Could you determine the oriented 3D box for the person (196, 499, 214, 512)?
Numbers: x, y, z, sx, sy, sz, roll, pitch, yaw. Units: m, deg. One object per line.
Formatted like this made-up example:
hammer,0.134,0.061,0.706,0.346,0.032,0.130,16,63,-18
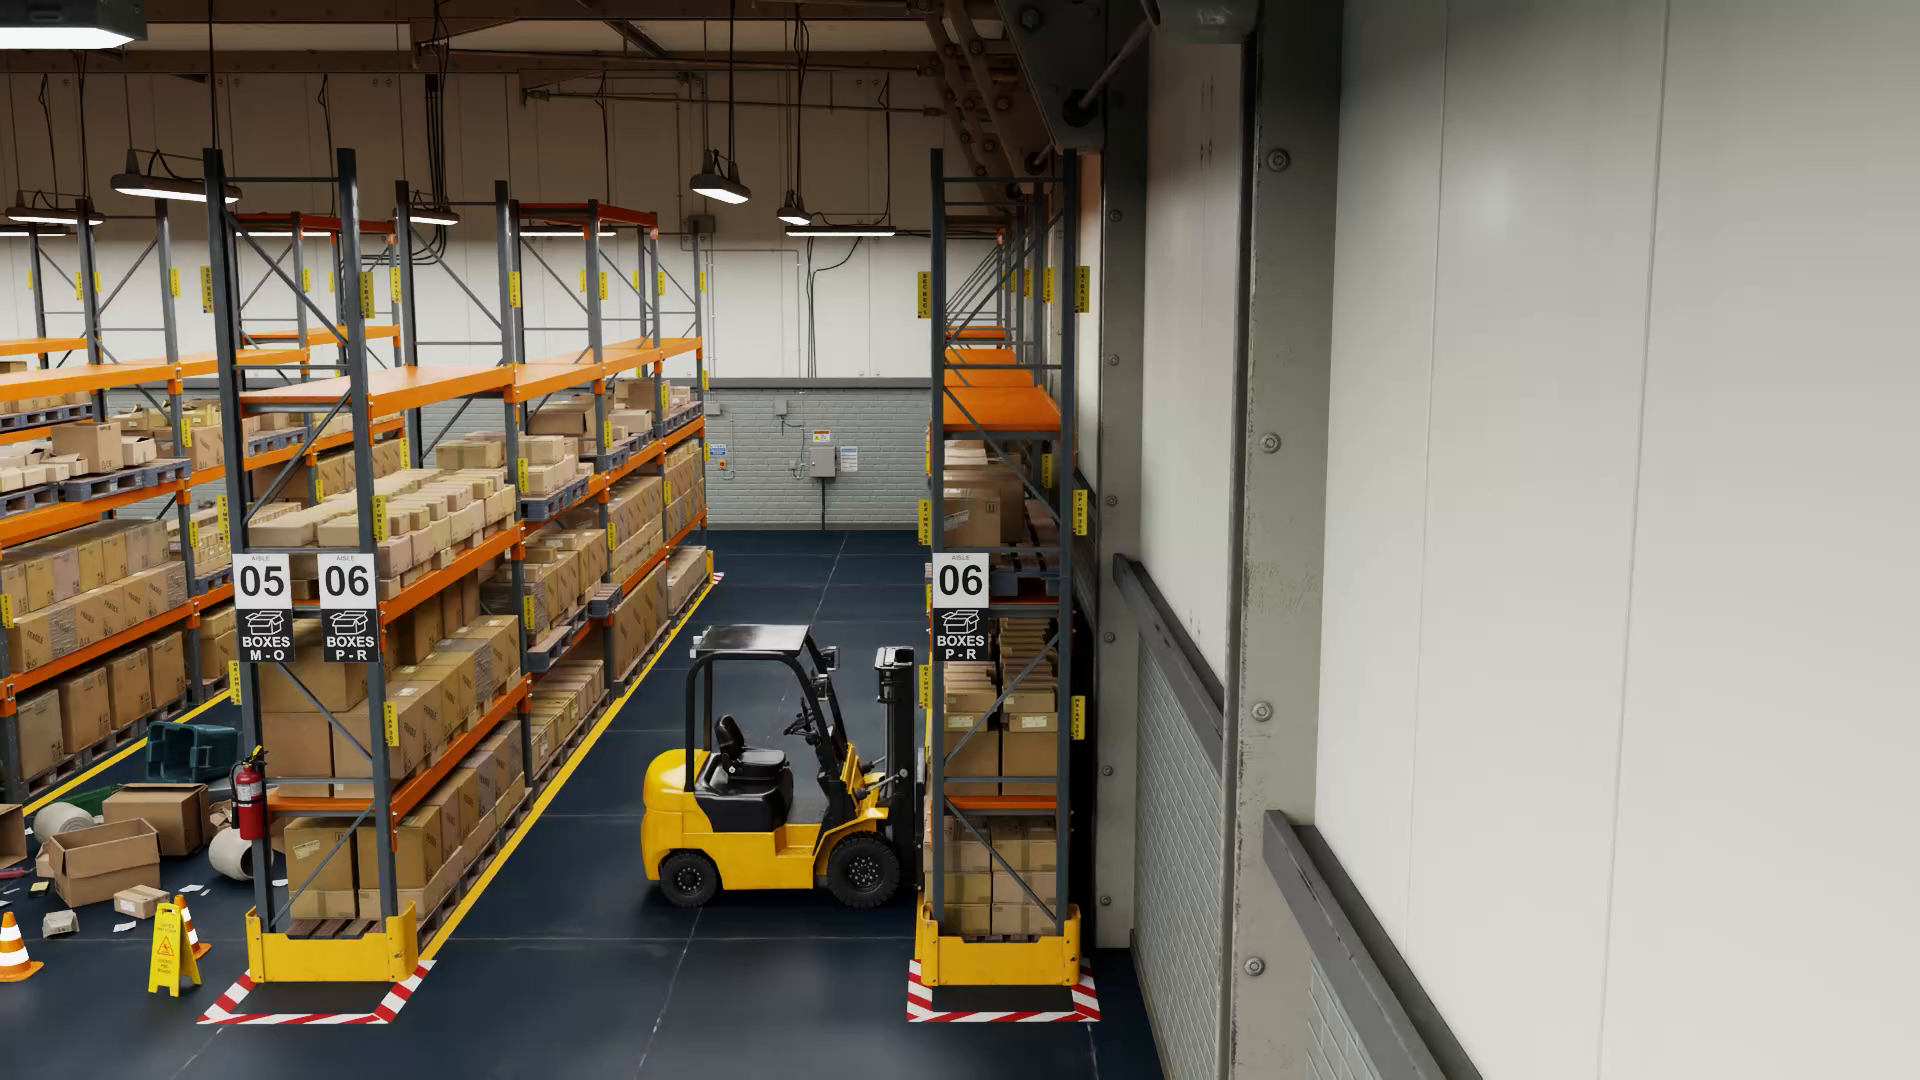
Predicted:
person,-11.426,0.232,25.415,0.658,1.783,0.824,1,9,4
